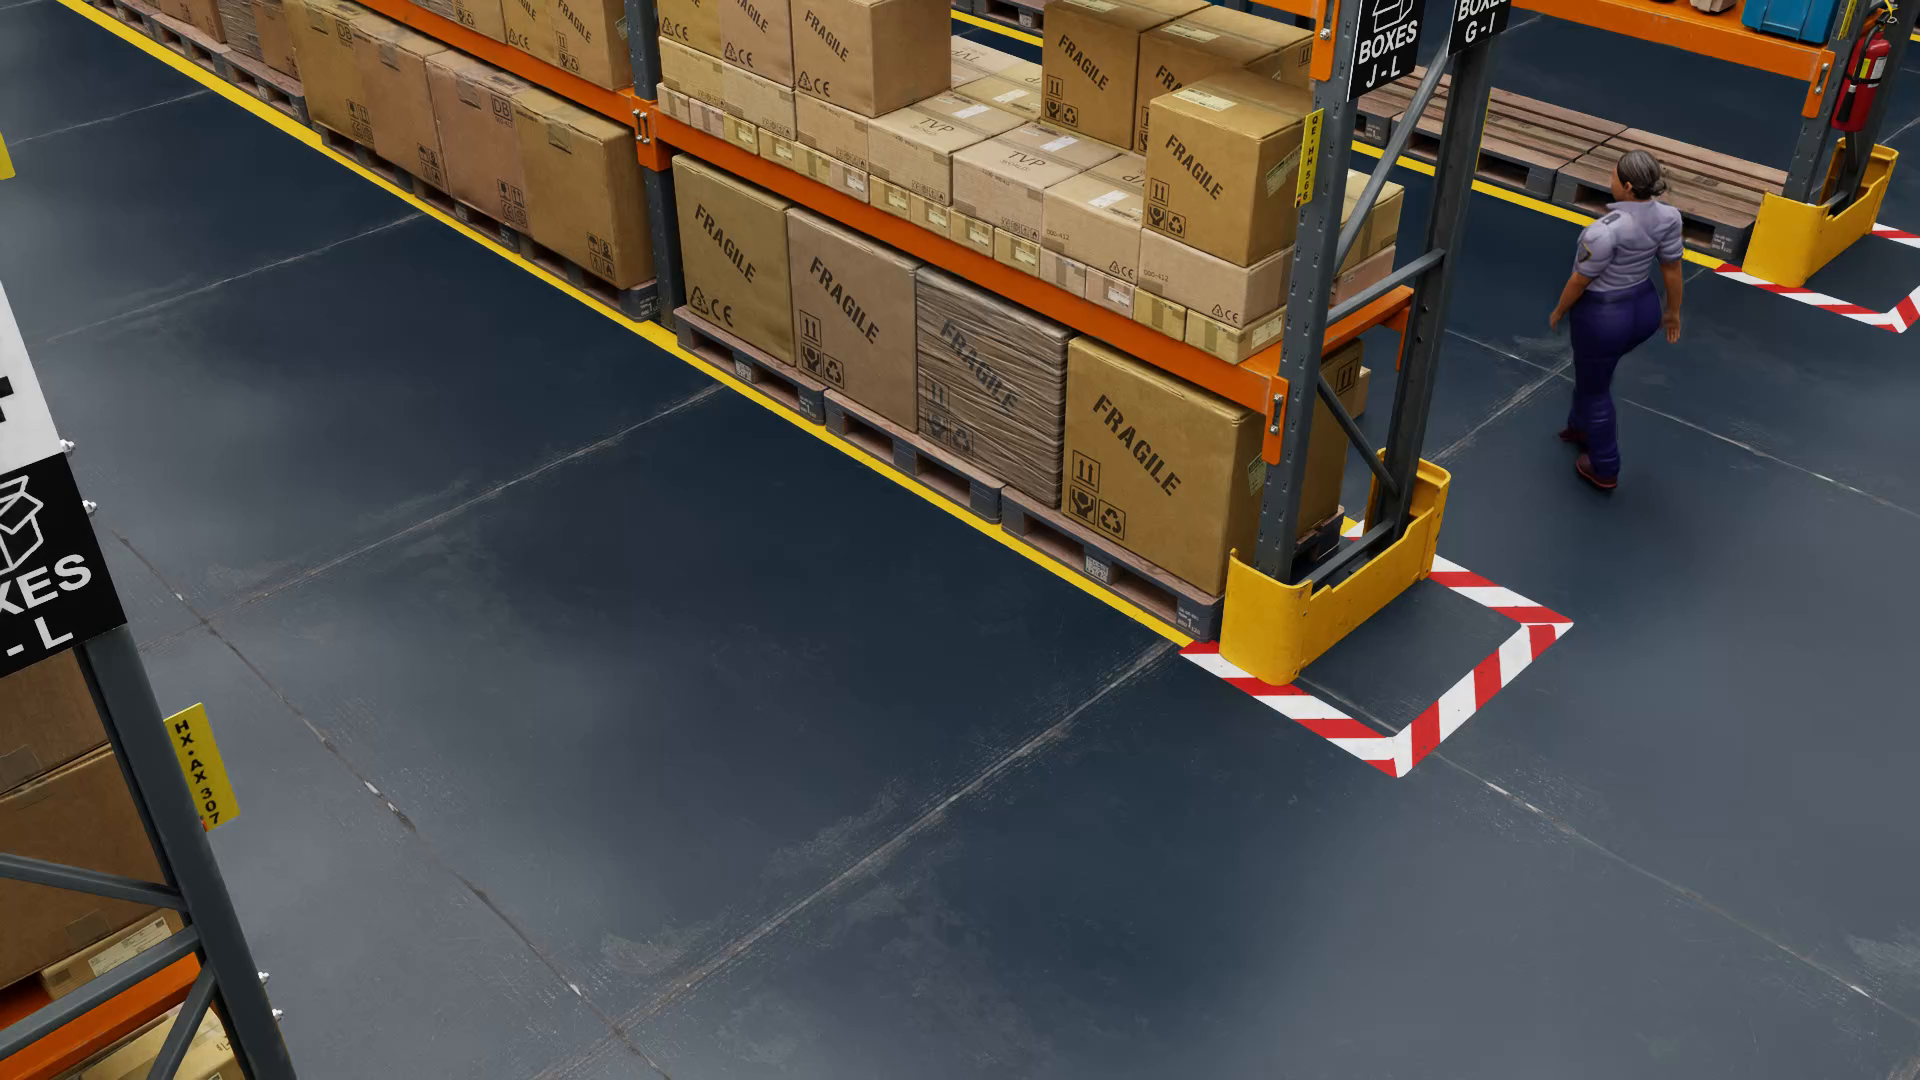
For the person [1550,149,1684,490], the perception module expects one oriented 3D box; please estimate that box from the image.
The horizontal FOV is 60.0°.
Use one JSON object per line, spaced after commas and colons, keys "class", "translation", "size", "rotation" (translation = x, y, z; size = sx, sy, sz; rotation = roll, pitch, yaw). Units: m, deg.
{"class": "person", "translation": [2.940, -1.002, 7.592], "size": [0.560, 1.698, 0.597], "rotation": [-15, 38, -20]}
